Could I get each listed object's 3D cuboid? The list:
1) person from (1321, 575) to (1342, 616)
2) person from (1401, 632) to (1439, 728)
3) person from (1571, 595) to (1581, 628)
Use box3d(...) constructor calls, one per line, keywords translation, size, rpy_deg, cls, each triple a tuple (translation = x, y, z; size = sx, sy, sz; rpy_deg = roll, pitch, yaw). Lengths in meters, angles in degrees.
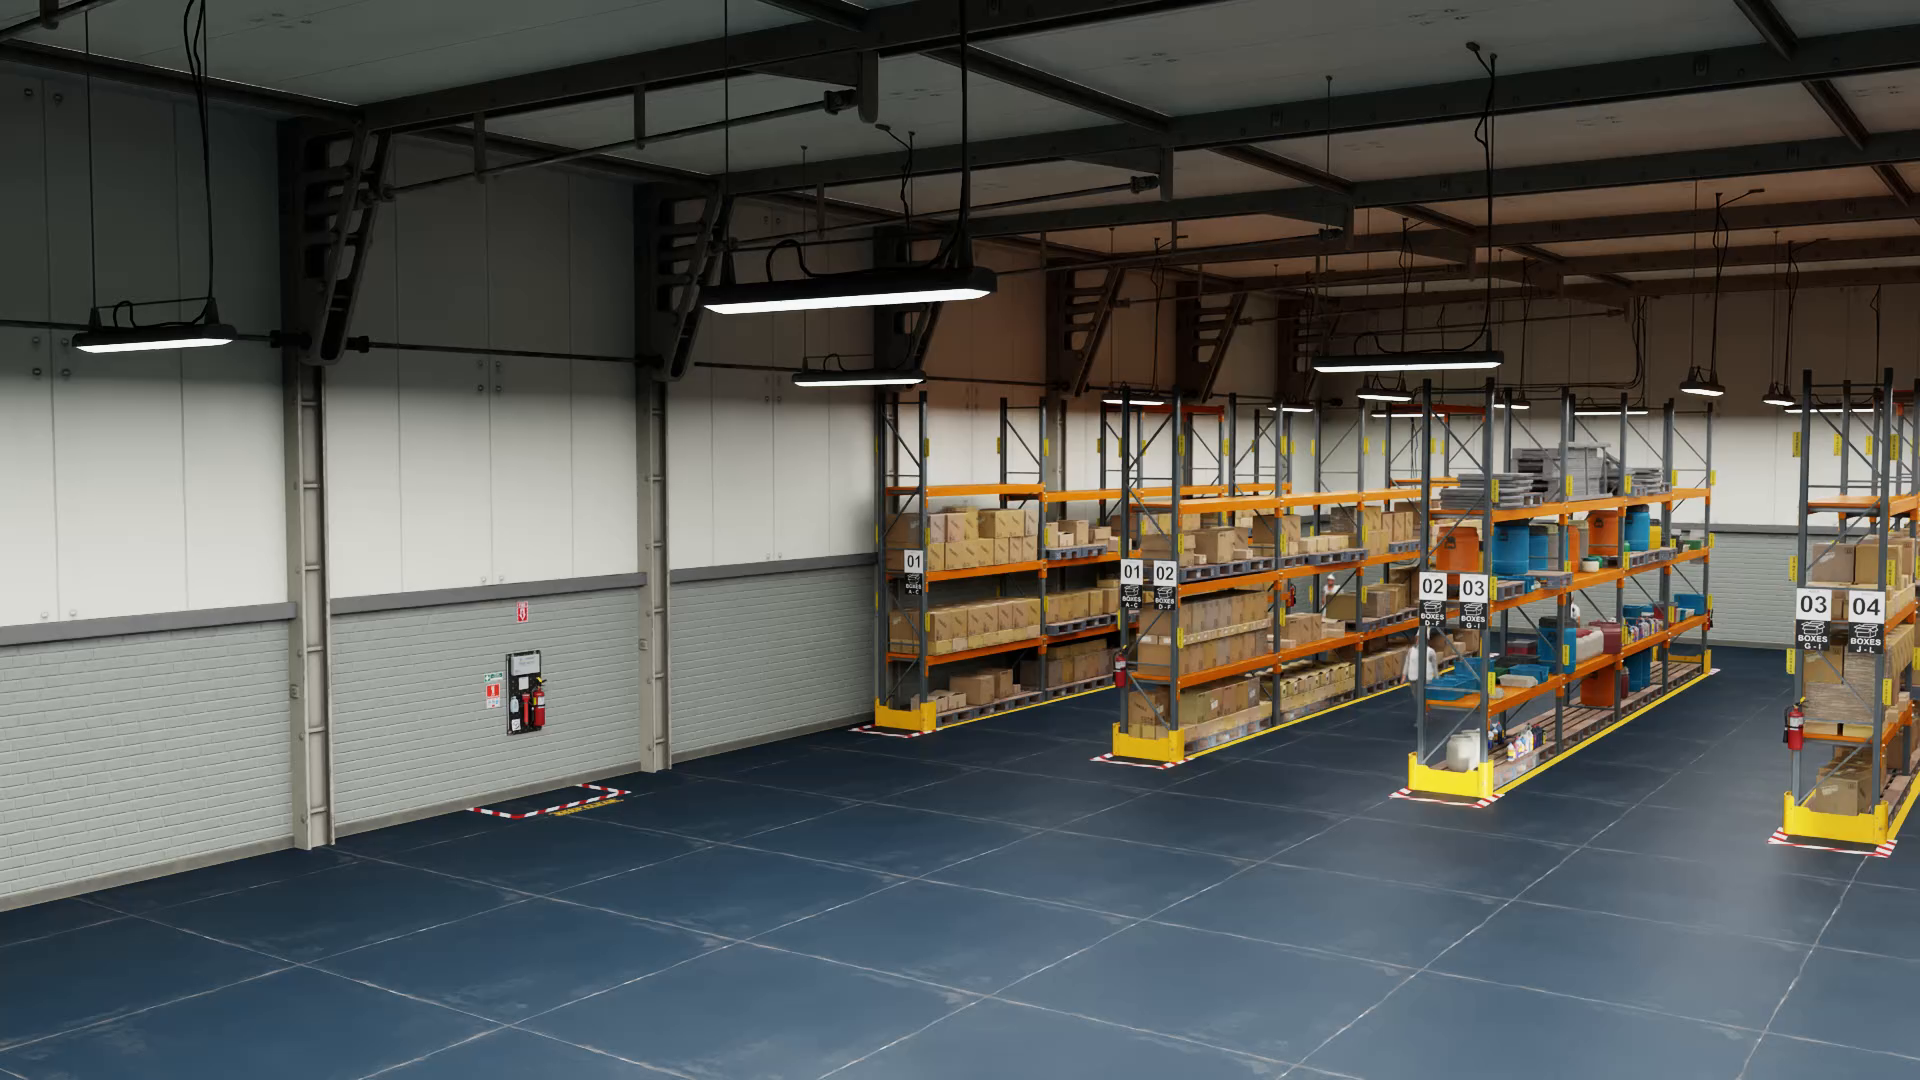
box3d(translation=(9.425, 1.760, 42.334), size=(0.579, 1.738, 1.025), rpy_deg=(1, 3, 25), cls="person")
box3d(translation=(8.252, 2.482, 29.831), size=(0.623, 1.718, 1.084), rpy_deg=(2, 4, 31), cls="person")
box3d(translation=(14.098, 2.049, 38.538), size=(0.545, 1.601, 1.053), rpy_deg=(2, 4, 32), cls="person")
